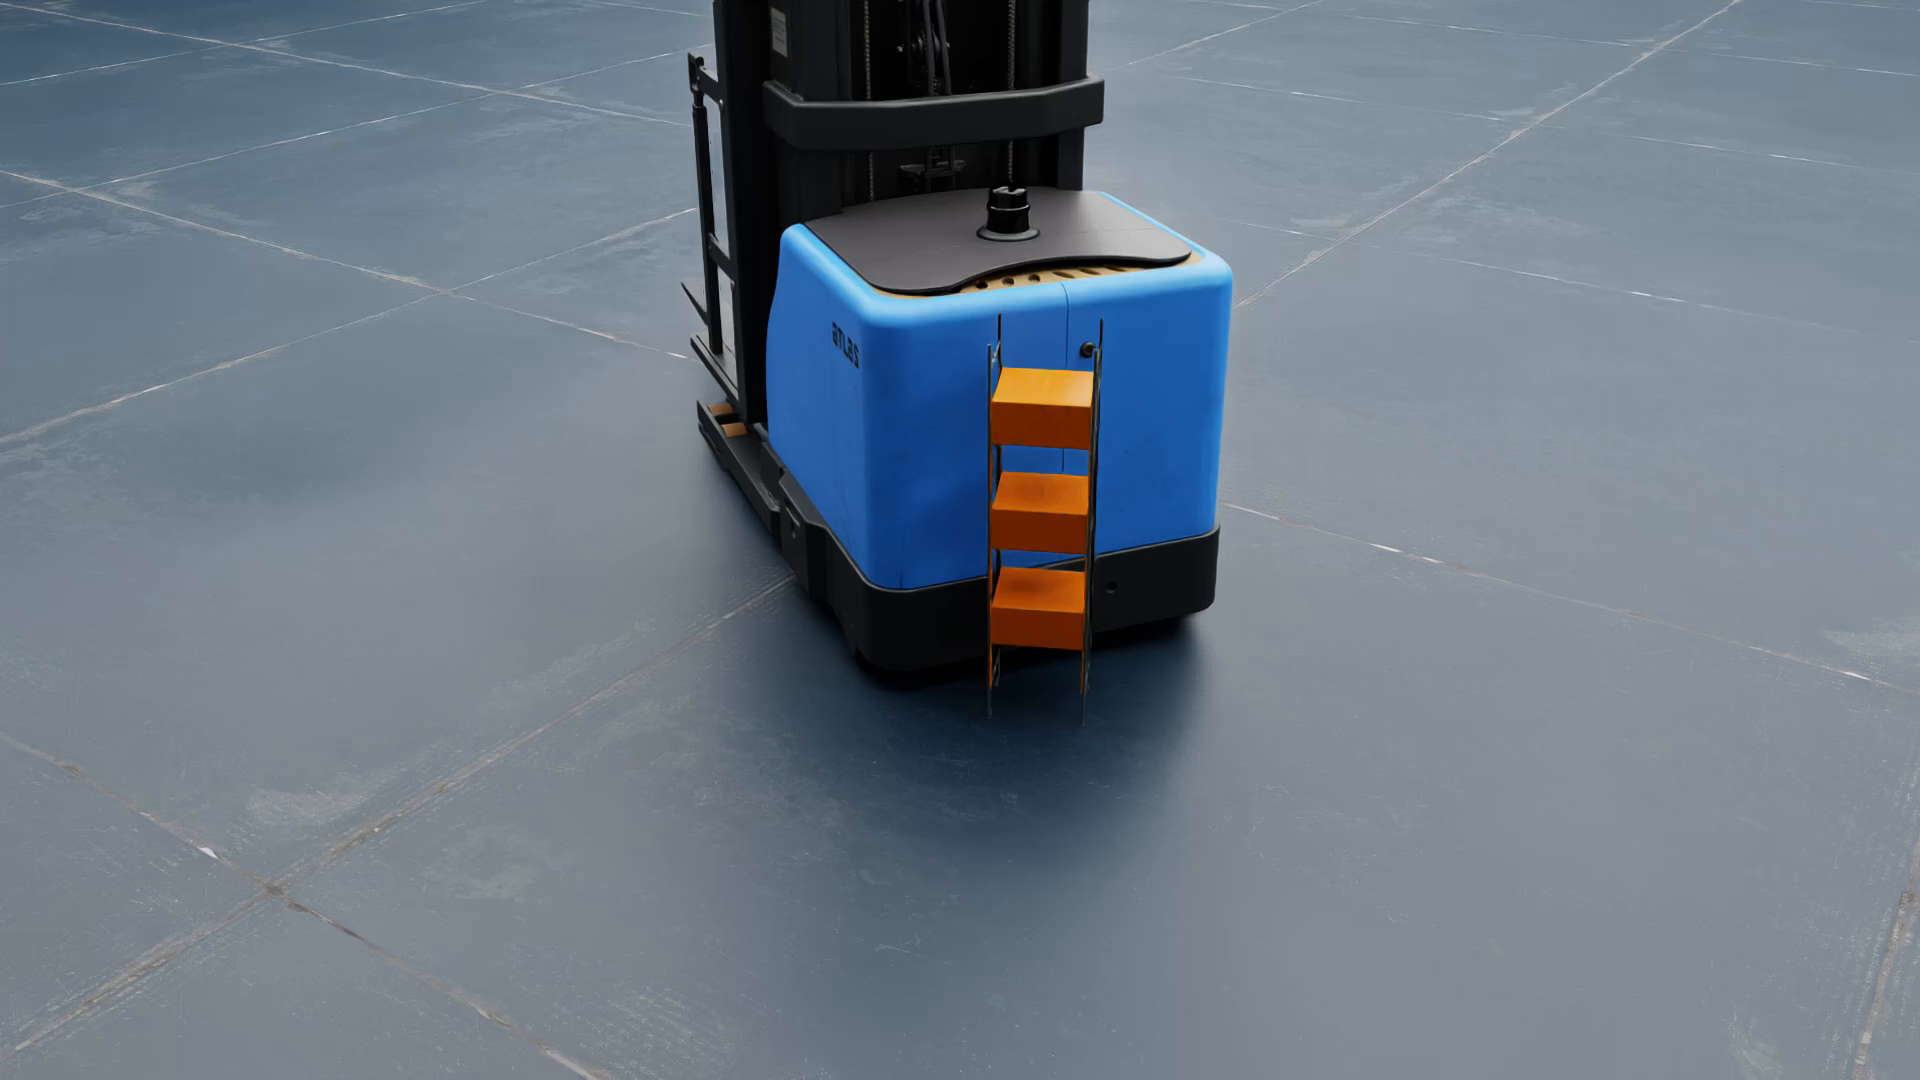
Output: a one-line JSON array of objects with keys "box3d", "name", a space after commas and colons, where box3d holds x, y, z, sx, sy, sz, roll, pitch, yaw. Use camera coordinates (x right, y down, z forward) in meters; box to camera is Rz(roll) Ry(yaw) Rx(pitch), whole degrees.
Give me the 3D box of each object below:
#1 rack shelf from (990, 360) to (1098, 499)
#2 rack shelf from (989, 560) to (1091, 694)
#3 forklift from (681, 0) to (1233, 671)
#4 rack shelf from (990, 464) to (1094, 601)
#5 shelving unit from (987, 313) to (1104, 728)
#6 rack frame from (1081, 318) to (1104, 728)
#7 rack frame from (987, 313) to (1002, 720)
[{"box3d": [0.204, -0.268, 4.007, 0.240, 0.259, 0.215, 4, 30, 7], "name": "rack shelf"}, {"box3d": [0.208, 0.222, 4.282, 0.240, 0.259, 0.215, 4, 30, 7], "name": "rack shelf"}, {"box3d": [-0.282, -1.606, 5.174, 1.130, 2.935, 3.031, -10, 29, -19], "name": "forklift"}, {"box3d": [0.206, -0.020, 4.146, 0.240, 0.259, 0.215, 4, 30, 7], "name": "rack shelf"}, {"box3d": [0.206, -0.030, 4.141, 0.252, 1.050, 0.215, 4, 30, 7], "name": "shelving unit"}, {"box3d": [0.327, -0.022, 4.125, 0.008, 1.050, 0.200, 4, 30, 7], "name": "rack frame"}, {"box3d": [0.085, -0.038, 4.157, 0.008, 1.050, 0.200, 4, 30, 7], "name": "rack frame"}]
